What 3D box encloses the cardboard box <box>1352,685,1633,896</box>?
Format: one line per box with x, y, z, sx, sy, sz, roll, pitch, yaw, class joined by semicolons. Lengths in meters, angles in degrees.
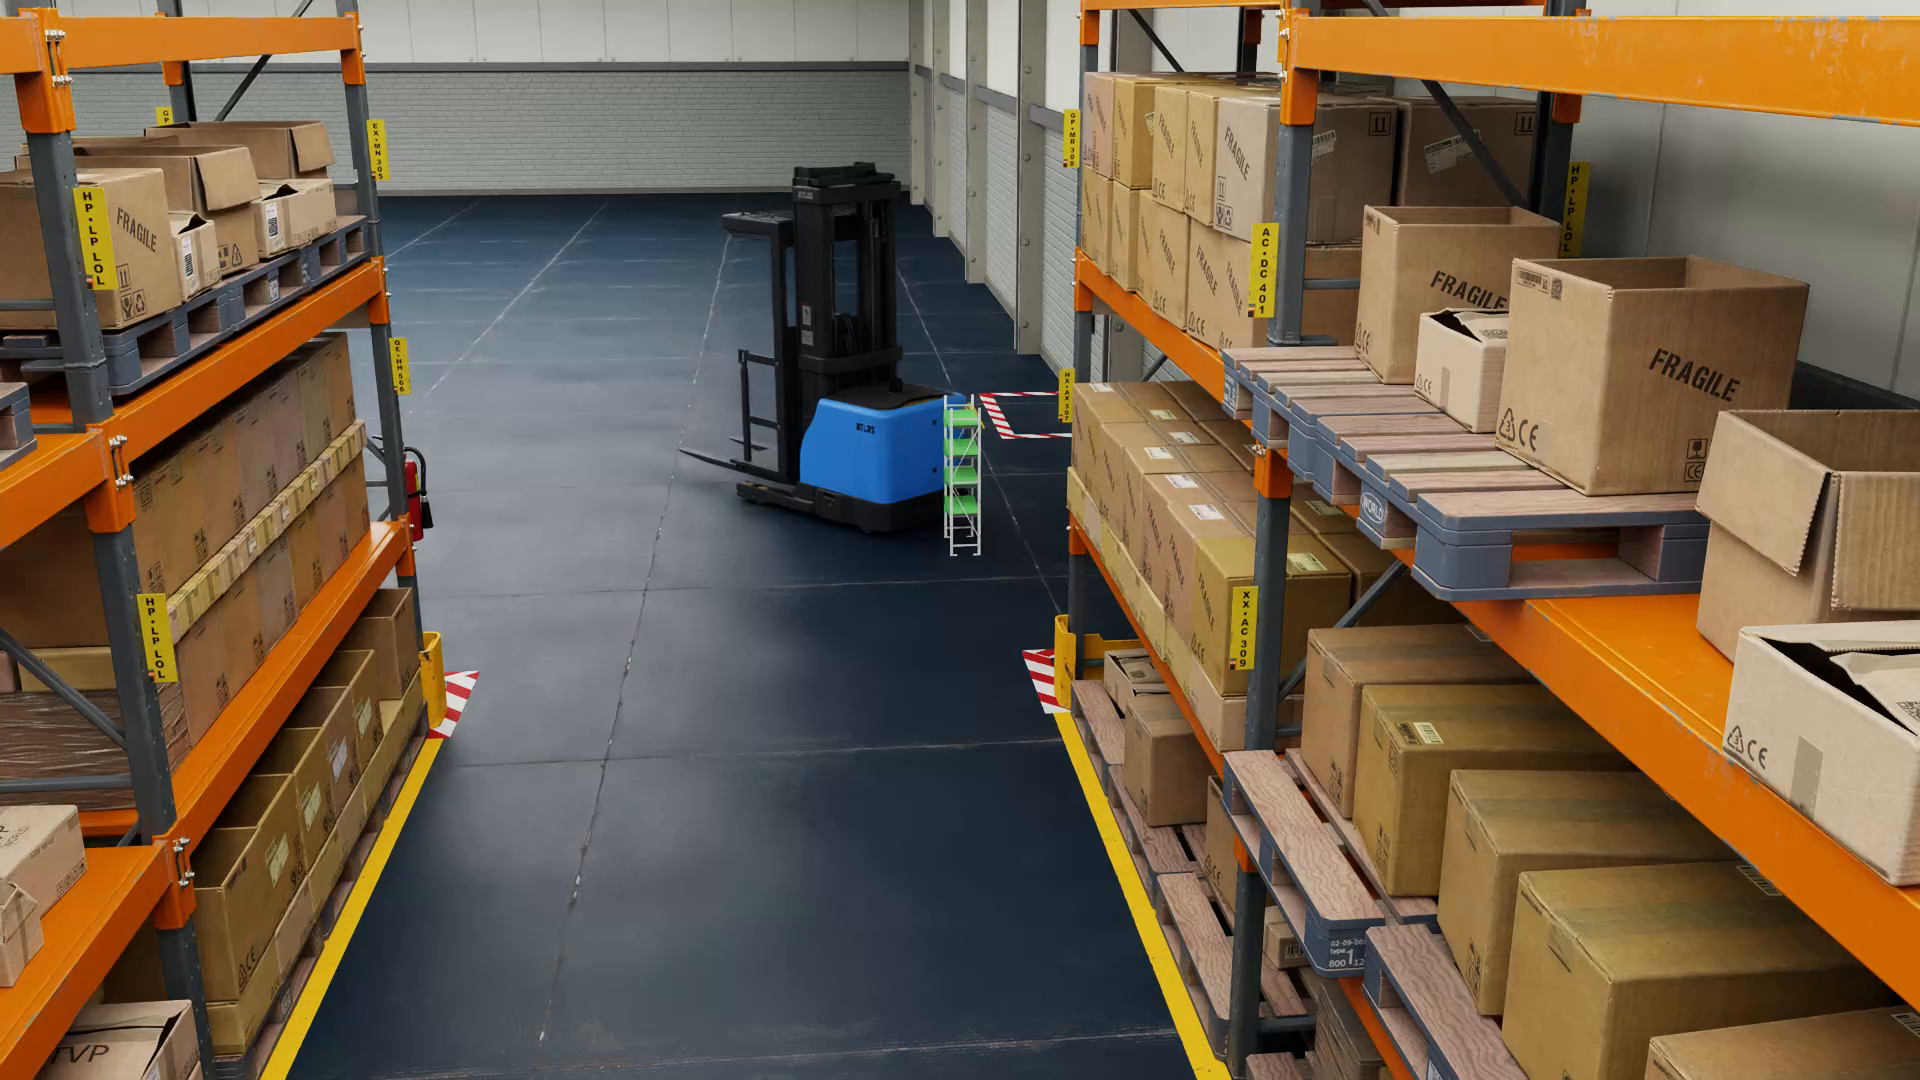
1.665;0.784;5.270;0.700;0.500;0.500;0;17;0;cardboard box

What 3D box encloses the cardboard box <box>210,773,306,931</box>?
-3.127;1.334;7.059;0.500;0.500;0.500;-2;18;-6;cardboard box

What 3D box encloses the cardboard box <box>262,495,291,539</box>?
-3.352;-0.102;7.745;0.380;0.149;0.250;-2;18;-6;cardboard box

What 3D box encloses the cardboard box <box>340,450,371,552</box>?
-3.708;-0.223;9.214;0.700;0.500;0.500;-2;18;-6;cardboard box

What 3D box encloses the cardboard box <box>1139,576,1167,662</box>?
1.135;0.355;7.757;0.500;0.250;0.500;-2;18;-6;cardboard box

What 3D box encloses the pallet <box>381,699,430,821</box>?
-3.623;1.242;9.369;1.003;0.211;1.213;-2;18;-6;pallet

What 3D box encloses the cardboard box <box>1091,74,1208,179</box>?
0.983;-2.161;8.677;0.500;0.500;0.500;-2;18;-6;cardboard box

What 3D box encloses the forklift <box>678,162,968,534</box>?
-1.340;-1.804;14.530;3.031;2.935;1.130;16;24;41;forklift

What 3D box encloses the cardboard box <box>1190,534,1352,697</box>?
1.240;0.295;6.694;0.500;0.500;0.500;-2;18;-6;cardboard box

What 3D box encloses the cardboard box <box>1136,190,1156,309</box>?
1.123;-1.376;7.843;0.500;0.500;0.500;-1;17;-2;cardboard box

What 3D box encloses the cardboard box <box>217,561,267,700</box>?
-3.492;0.390;7.259;0.700;0.500;0.500;-2;17;-5;cardboard box

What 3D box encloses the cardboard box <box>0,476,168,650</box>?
-3.383;0.078;6.088;0.700;0.500;0.500;-2;18;-5;cardboard box

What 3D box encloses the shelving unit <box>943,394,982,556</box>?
0.017;-0.523;13.340;0.258;1.200;0.503;-2;18;-6;shelving unit

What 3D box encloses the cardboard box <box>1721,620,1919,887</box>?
1.666;0.310;2.790;0.500;0.311;0.500;-2;18;-6;cardboard box

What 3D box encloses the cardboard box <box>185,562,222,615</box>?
-3.249;0.204;6.771;0.380;0.149;0.250;-2;18;-6;cardboard box

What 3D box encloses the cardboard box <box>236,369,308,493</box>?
-3.590;-0.520;7.993;0.700;0.500;0.500;-2;18;-5;cardboard box

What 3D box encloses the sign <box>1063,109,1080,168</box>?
0.644;-2.301;9.531;0.100;0.325;0.005;-2;18;-6;sign

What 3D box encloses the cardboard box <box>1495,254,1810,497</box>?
1.700;-0.424;4.144;0.500;0.500;0.500;-2;18;-8;cardboard box

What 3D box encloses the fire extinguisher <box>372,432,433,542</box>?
-3.294;-0.328;9.843;0.296;0.674;0.183;-2;18;-6;fire extinguisher

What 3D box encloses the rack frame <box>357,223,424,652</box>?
-3.743;-0.315;9.673;1.000;3.000;0.127;-2;18;-6;rack frame

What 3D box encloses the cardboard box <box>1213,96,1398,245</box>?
1.275;-1.384;6.200;0.500;0.500;0.500;-3;18;-10;cardboard box

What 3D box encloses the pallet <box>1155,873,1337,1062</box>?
1.492;1.854;7.420;1.003;0.211;1.213;-2;18;-6;pallet

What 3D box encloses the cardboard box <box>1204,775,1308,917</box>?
1.449;1.397;7.658;0.500;0.500;0.500;-3;18;-10;cardboard box

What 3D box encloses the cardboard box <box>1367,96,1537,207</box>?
1.830;-1.398;6.244;0.500;0.500;0.500;-1;17;-4;cardboard box

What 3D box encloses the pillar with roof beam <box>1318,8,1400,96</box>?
-2.166;-3.017;8.263;9.100;9.000;0.400;-2;18;-6;pillar with roof beam

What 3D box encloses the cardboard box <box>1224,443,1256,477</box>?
1.595;-0.177;8.198;0.500;0.500;0.500;-2;17;-5;cardboard box

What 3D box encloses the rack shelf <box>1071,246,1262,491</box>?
1.390;-0.961;7.925;1.077;0.370;4.000;-2;18;-6;rack shelf

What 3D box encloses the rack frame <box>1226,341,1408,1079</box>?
1.596;0.722;6.368;1.000;3.000;0.127;-2;18;-6;rack frame

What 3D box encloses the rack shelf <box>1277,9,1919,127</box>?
1.802;-1.010;3.739;1.077;0.370;4.000;-2;18;-6;rack shelf

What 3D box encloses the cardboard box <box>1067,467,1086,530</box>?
0.918;-0.252;9.689;0.500;0.250;0.500;-2;18;-7;cardboard box

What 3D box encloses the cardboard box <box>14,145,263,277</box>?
-3.375;-1.366;6.904;0.797;0.503;0.637;0;17;0;cardboard box

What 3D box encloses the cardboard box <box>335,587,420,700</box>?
-3.392;0.589;9.430;0.500;0.500;0.500;-2;18;-6;cardboard box

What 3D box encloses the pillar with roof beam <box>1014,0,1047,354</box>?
-3.404;-6.592;19.651;9.100;9.000;0.400;-2;18;-6;pillar with roof beam

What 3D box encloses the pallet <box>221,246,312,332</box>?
-3.567;-1.128;7.403;1.003;0.211;1.213;-2;18;-6;pallet

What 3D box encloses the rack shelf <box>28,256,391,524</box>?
-3.537;-0.807;7.434;1.077;0.370;4.000;-2;18;-6;rack shelf

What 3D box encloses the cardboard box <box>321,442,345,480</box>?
-3.460;-0.410;8.726;0.380;0.149;0.250;-2;18;-6;cardboard box

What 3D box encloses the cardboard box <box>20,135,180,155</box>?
-3.844;-1.558;7.522;0.500;0.500;0.500;-2;18;-6;cardboard box

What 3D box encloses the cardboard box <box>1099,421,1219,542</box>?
1.022;-0.312;8.628;0.500;0.500;0.500;-2;18;-7;cardboard box

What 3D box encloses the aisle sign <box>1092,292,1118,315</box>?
0.878;-1.722;9.814;0.394;0.787;0.004;-2;18;-6;aisle sign

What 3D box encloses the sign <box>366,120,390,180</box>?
-3.202;-2.144;9.143;0.100;0.325;0.005;-2;18;-6;sign

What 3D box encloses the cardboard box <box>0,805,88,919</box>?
-3.237;1.093;5.437;0.500;0.250;0.500;-1;17;-2;cardboard box

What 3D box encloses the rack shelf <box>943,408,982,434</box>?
0.017;-0.920;13.216;0.258;0.148;0.480;-2;18;-6;rack shelf

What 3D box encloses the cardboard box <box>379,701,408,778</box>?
-3.331;1.096;9.069;0.500;0.250;0.500;-2;18;-6;cardboard box

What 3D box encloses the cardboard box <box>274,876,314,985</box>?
-3.124;1.691;7.171;0.500;0.250;0.500;-2;18;-6;cardboard box

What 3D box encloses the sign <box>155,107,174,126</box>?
-4.296;-2.186;9.032;0.100;0.325;0.005;-2;18;-6;sign
